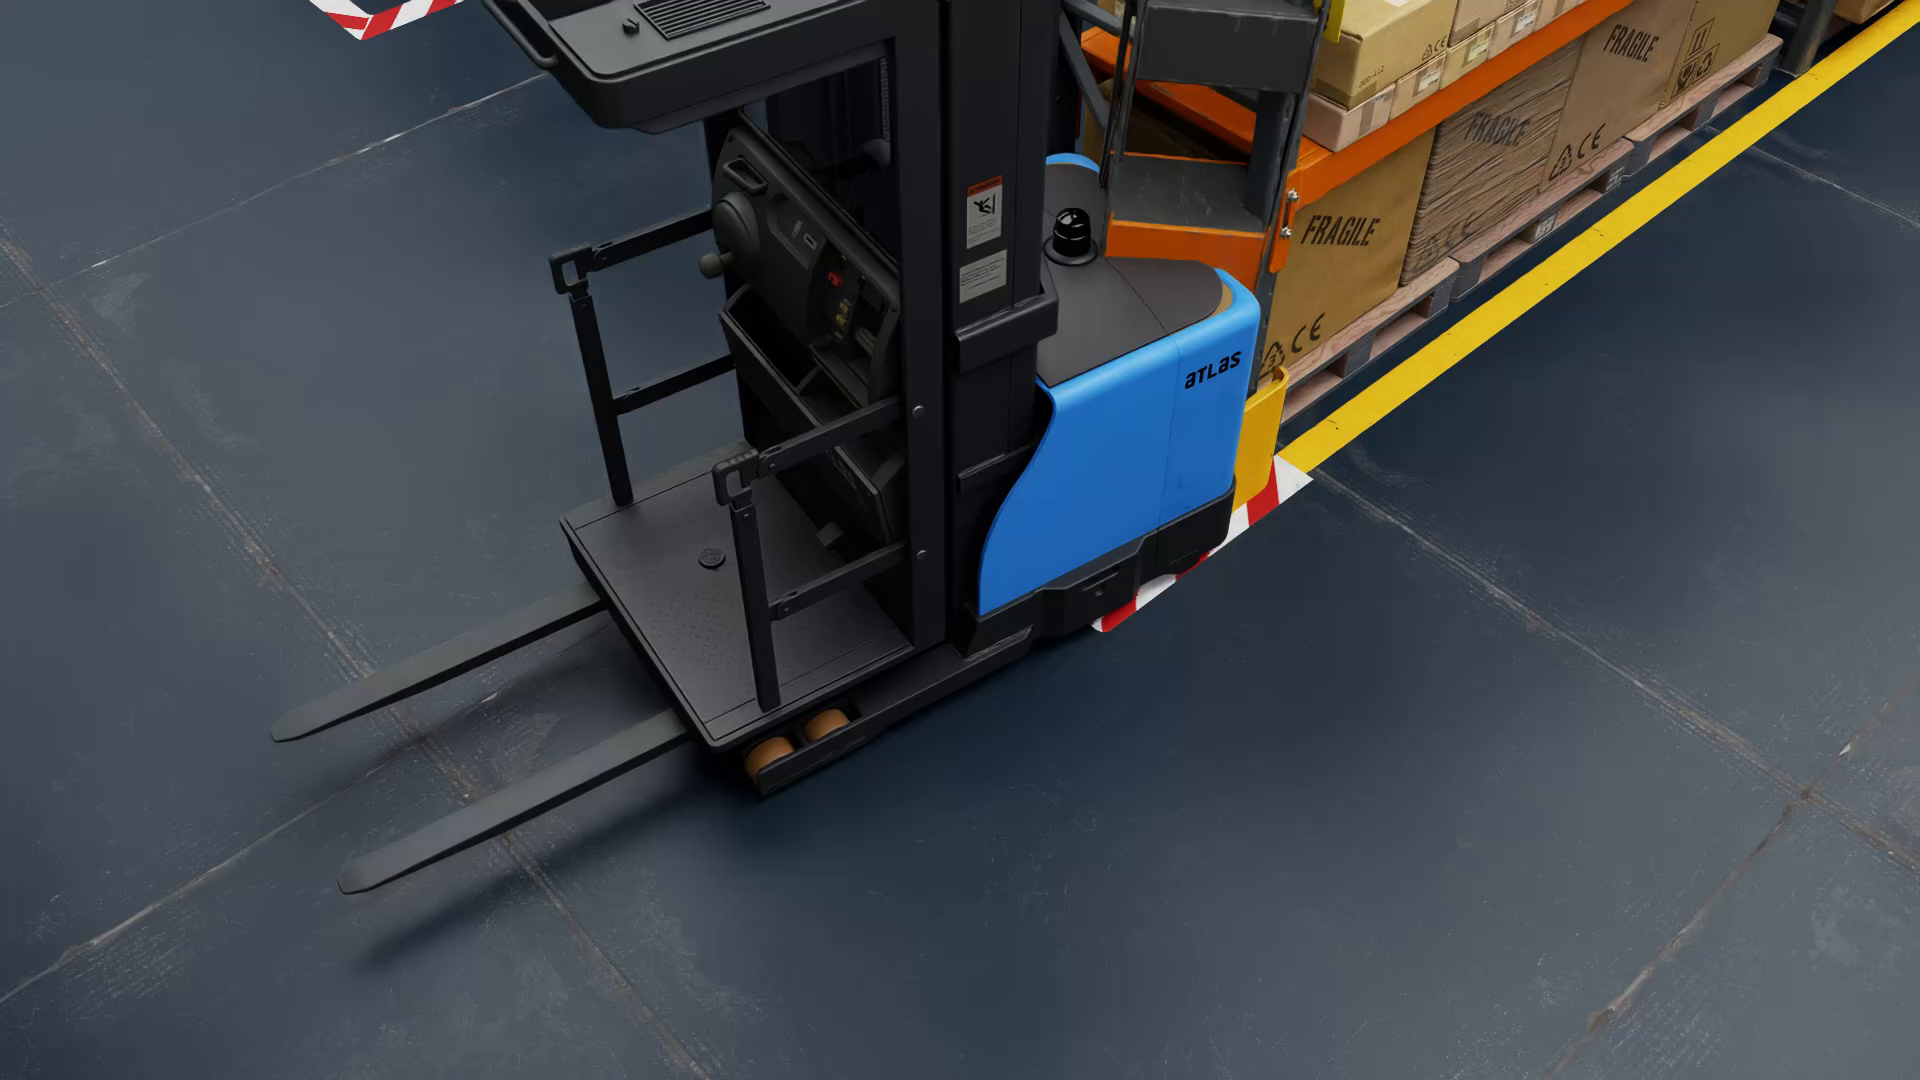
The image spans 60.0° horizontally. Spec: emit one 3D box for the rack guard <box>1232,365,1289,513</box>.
[{"bbox_3d":[0.610,-0.617,5.979,0.348,0.500,1.175,-34,56,-27],"label":"rack guard"}]

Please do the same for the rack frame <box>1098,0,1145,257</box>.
[{"bbox_3d":[0.432,-0.938,5.241,0.015,2.100,0.400,5,45,-1],"label":"rack frame"}]

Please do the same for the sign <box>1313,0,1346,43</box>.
[{"bbox_3d":[0.997,-1.492,4.443,0.005,0.325,0.100,-34,56,-27],"label":"sign"}]

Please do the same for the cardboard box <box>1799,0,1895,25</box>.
[{"bbox_3d":[4.047,-3.203,7.825,0.875,0.875,1.225,-34,56,-27],"label":"cardboard box"}]

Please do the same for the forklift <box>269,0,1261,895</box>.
[{"bbox_3d":[-0.598,-0.682,4.385,3.031,2.935,1.130,-25,52,-22],"label":"forklift"}]

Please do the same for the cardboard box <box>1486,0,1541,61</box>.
[{"bbox_3d":[1.683,-1.771,5.514,0.250,0.149,0.380,-35,56,-28],"label":"cardboard box"}]

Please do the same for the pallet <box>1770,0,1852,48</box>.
[{"bbox_3d":[4.107,-2.931,8.311,1.213,0.211,1.003,-34,56,-27],"label":"pallet"}]

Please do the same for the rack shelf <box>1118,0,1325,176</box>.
[{"bbox_3d":[0.725,-1.400,4.761,0.480,0.518,0.431,5,45,-1],"label":"rack shelf"}]

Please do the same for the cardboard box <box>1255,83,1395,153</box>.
[{"bbox_3d":[1.112,-1.387,5.160,0.250,0.149,0.380,-33,55,-27],"label":"cardboard box"}]

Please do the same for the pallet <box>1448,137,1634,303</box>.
[{"bbox_3d":[2.069,-1.569,7.054,1.213,0.211,1.003,-34,56,-27],"label":"pallet"}]

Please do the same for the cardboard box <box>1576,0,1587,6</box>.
[{"bbox_3d":[2.062,-2.024,5.748,0.250,0.149,0.380,-34,56,-27],"label":"cardboard box"}]

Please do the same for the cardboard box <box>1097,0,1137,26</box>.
[{"bbox_3d":[0.670,-1.746,5.491,0.250,0.149,0.380,-33,55,-27],"label":"cardboard box"}]

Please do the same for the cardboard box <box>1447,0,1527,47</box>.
[{"bbox_3d":[1.545,-1.877,5.341,0.500,0.250,0.500,-34,56,-28],"label":"cardboard box"}]

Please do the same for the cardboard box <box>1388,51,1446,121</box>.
[{"bbox_3d":[1.301,-1.515,5.278,0.250,0.149,0.380,-35,56,-28],"label":"cardboard box"}]

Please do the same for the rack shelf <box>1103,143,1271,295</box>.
[{"bbox_3d":[0.674,-0.908,5.256,0.480,0.518,0.431,5,45,-1],"label":"rack shelf"}]

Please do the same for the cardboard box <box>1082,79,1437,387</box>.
[{"bbox_3d":[1.047,-1.258,6.030,0.875,0.875,0.875,-34,56,-27],"label":"cardboard box"}]

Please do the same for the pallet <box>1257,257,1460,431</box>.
[{"bbox_3d":[1.167,-0.969,6.500,1.213,0.211,1.003,-34,56,-27],"label":"pallet"}]

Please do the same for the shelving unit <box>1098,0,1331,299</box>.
[{"bbox_3d":[0.675,-0.918,5.247,0.503,2.100,0.431,5,45,-1],"label":"shelving unit"}]

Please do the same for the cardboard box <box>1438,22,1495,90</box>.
[{"bbox_3d":[1.490,-1.642,5.395,0.250,0.149,0.380,-35,56,-28],"label":"cardboard box"}]

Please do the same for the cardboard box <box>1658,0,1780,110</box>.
[{"bbox_3d":[3.045,-2.593,7.262,0.875,0.875,0.875,-34,56,-27],"label":"cardboard box"}]

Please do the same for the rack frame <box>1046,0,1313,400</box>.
[{"bbox_3d":[0.628,-1.476,5.071,0.127,3.000,1.000,-34,56,-27],"label":"rack frame"}]

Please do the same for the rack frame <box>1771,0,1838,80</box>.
[{"bbox_3d":[3.587,-3.454,6.896,0.127,3.000,1.000,-34,56,-27],"label":"rack frame"}]

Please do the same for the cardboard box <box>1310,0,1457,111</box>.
[{"bbox_3d":[1.164,-1.617,5.101,0.500,0.250,0.500,-35,56,-28],"label":"cardboard box"}]

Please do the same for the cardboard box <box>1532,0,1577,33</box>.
[{"bbox_3d":[1.871,-1.896,5.630,0.250,0.149,0.380,-35,56,-28],"label":"cardboard box"}]

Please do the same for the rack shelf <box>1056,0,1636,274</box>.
[{"bbox_3d":[2.107,-2.221,6.248,4.000,0.370,1.077,-34,56,-27],"label":"rack shelf"}]

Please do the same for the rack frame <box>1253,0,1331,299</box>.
[{"bbox_3d":[0.918,-0.898,5.252,0.015,2.100,0.400,5,45,-1],"label":"rack frame"}]

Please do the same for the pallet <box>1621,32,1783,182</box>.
[{"bbox_3d":[2.972,-2.175,7.613,1.213,0.211,1.003,-34,56,-27],"label":"pallet"}]

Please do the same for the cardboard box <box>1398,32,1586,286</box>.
[{"bbox_3d":[1.721,-1.708,6.445,0.875,0.875,0.875,-34,56,-27],"label":"cardboard box"}]

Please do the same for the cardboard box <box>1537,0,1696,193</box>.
[{"bbox_3d":[2.379,-2.148,6.851,0.875,0.875,0.875,-34,56,-27],"label":"cardboard box"}]
